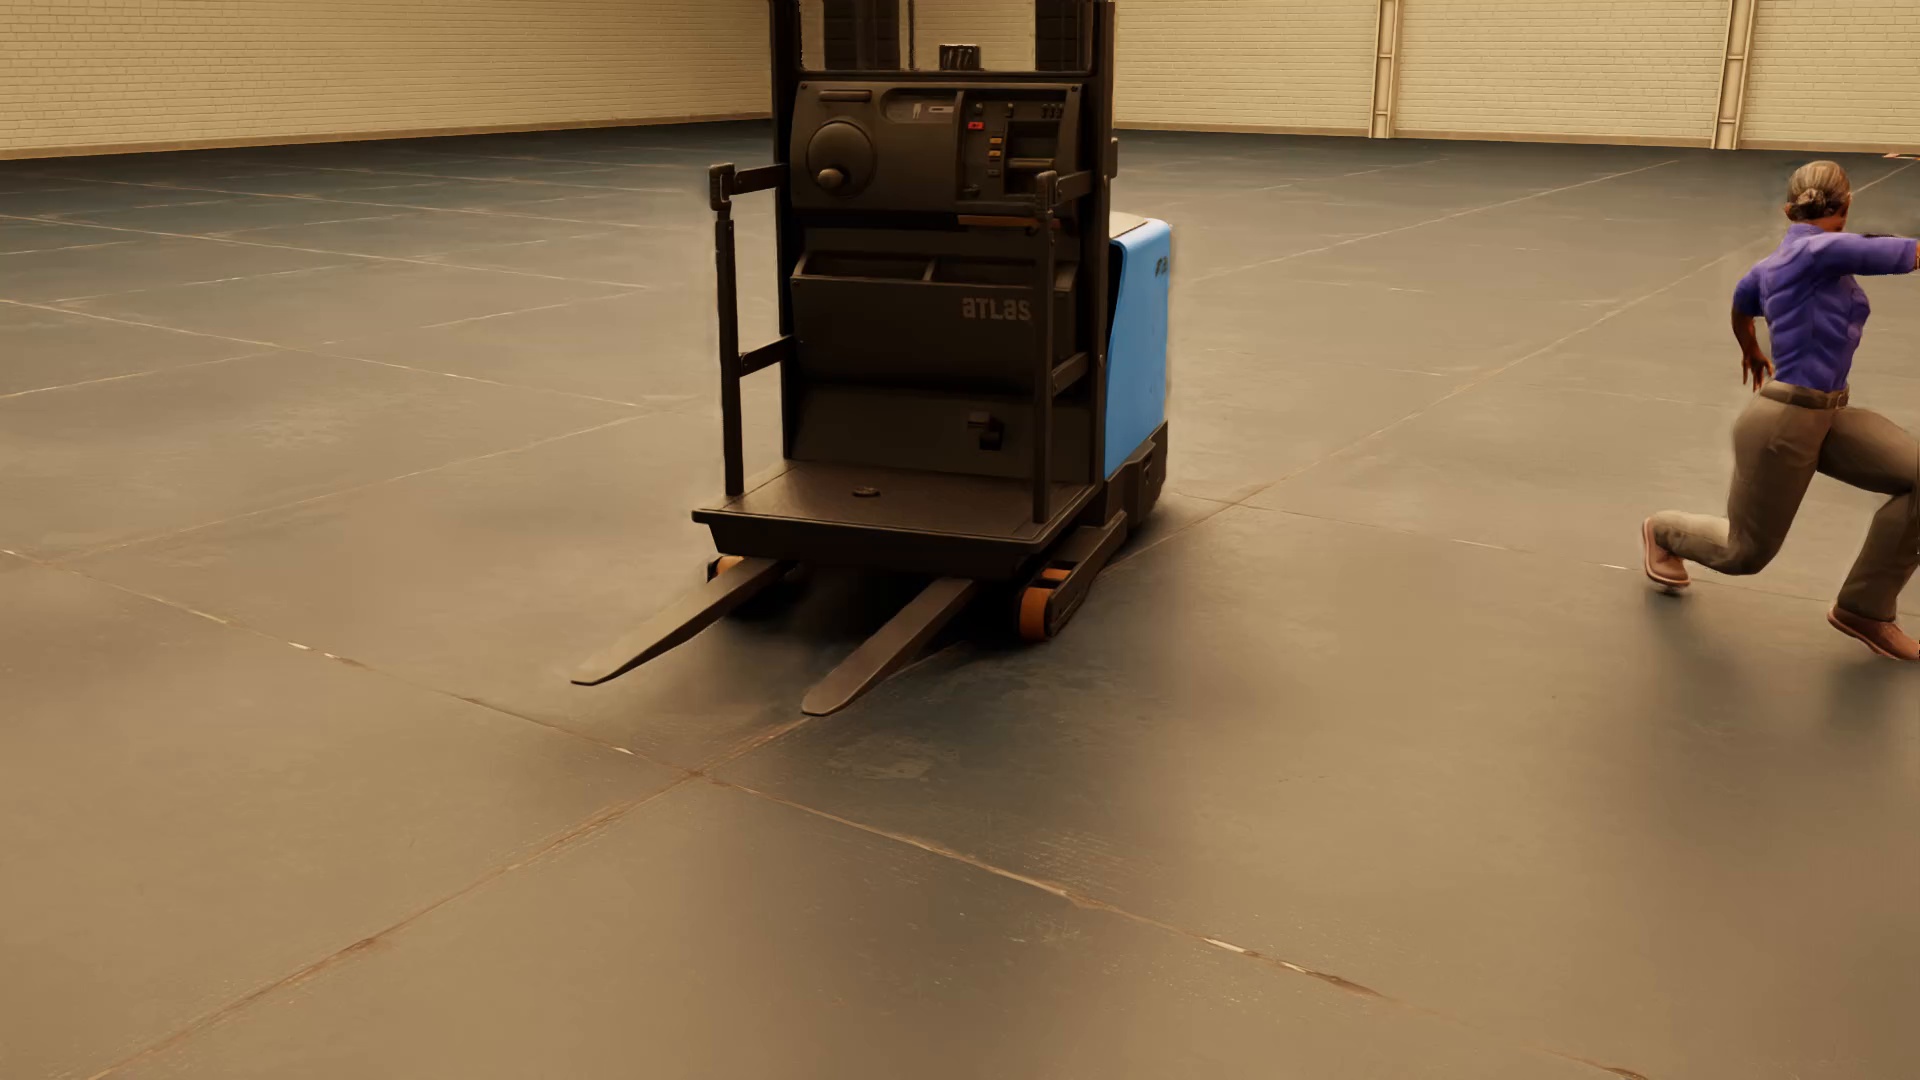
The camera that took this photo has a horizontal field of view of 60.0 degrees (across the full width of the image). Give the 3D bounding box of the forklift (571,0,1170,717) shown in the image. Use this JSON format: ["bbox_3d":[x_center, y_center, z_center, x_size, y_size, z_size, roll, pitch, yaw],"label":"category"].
[{"bbox_3d":[-0.148,-1.230,4.945,1.130,2.935,3.031,5,17,18],"label":"forklift"}]

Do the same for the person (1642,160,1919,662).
[{"bbox_3d":[2.607,-0.433,5.048,0.759,1.403,0.942,-15,22,-41],"label":"person"}]
